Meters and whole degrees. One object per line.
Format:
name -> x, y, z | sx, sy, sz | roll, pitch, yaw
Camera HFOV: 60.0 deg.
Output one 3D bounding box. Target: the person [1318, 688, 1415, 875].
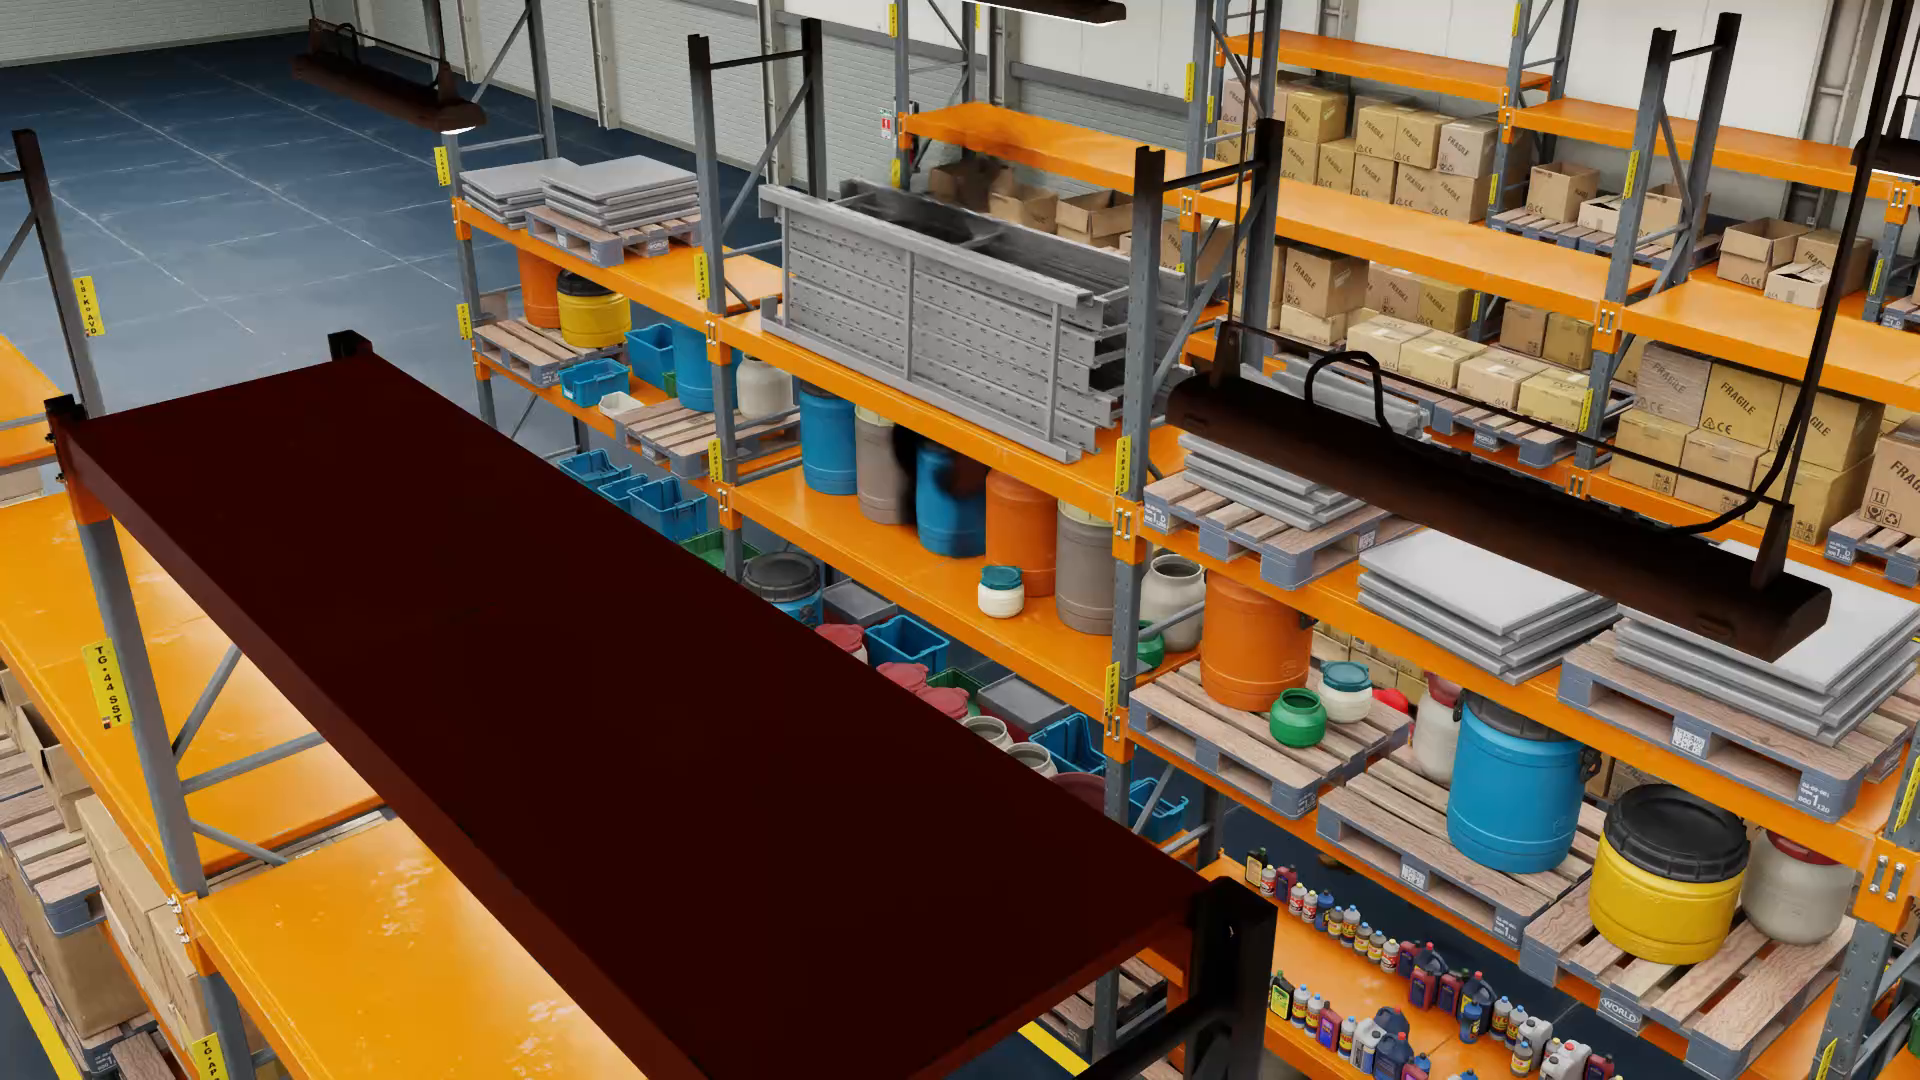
person -> 2.987, 1.765, 11.709 | 0.869, 1.629, 0.657 | 19, 32, 32
